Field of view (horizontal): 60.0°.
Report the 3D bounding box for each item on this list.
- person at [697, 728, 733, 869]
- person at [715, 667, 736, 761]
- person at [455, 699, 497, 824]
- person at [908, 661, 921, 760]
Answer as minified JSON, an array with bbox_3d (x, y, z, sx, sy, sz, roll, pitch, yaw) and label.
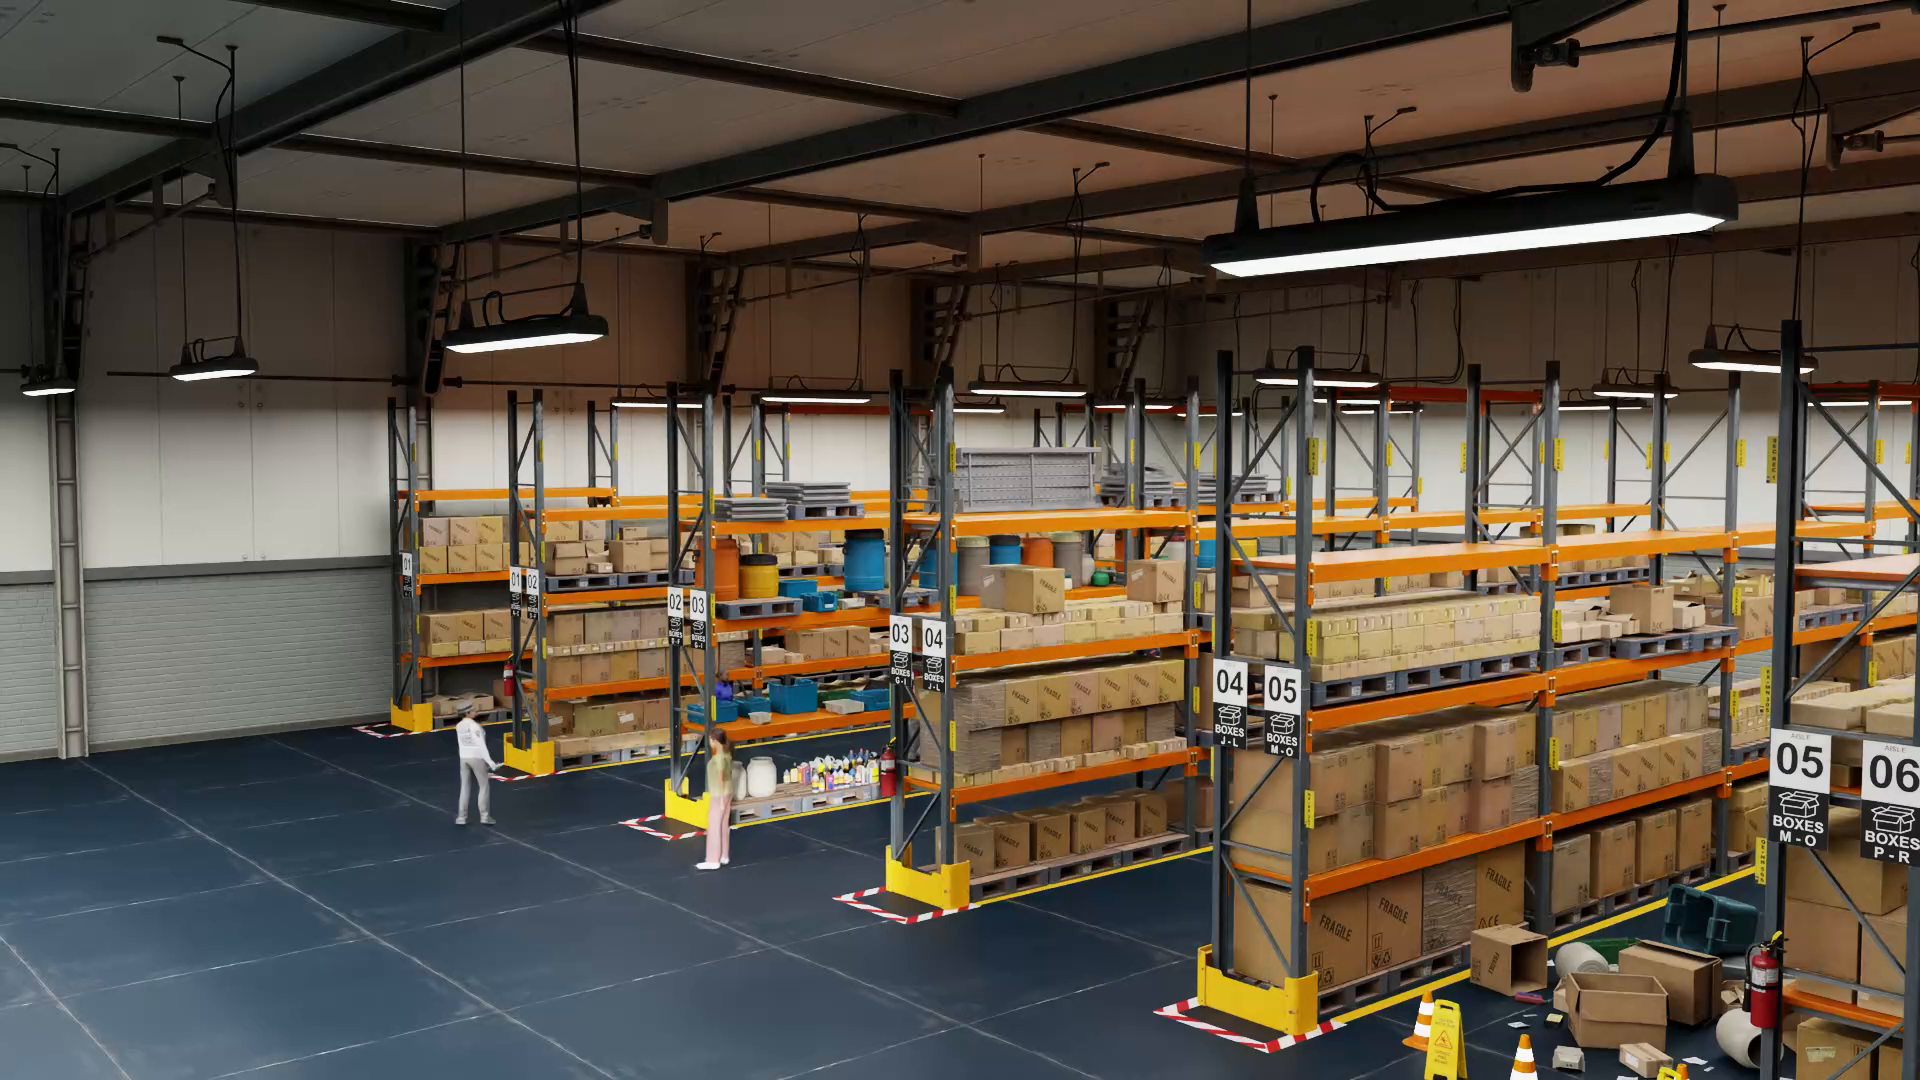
[{"bbox_3d":[-2.973,3.139,20.264,0.403,1.680,0.557,0,3,7],"label":"person"},{"bbox_3d":[-3.692,2.834,26.060,0.433,1.690,0.509,2,4,29],"label":"person"},{"bbox_3d":[-6.514,3.008,22.443,0.653,1.701,0.436,2,4,31],"label":"person"},{"bbox_3d":[-0.710,2.678,27.268,0.414,1.782,0.626,2,4,32],"label":"person"}]
